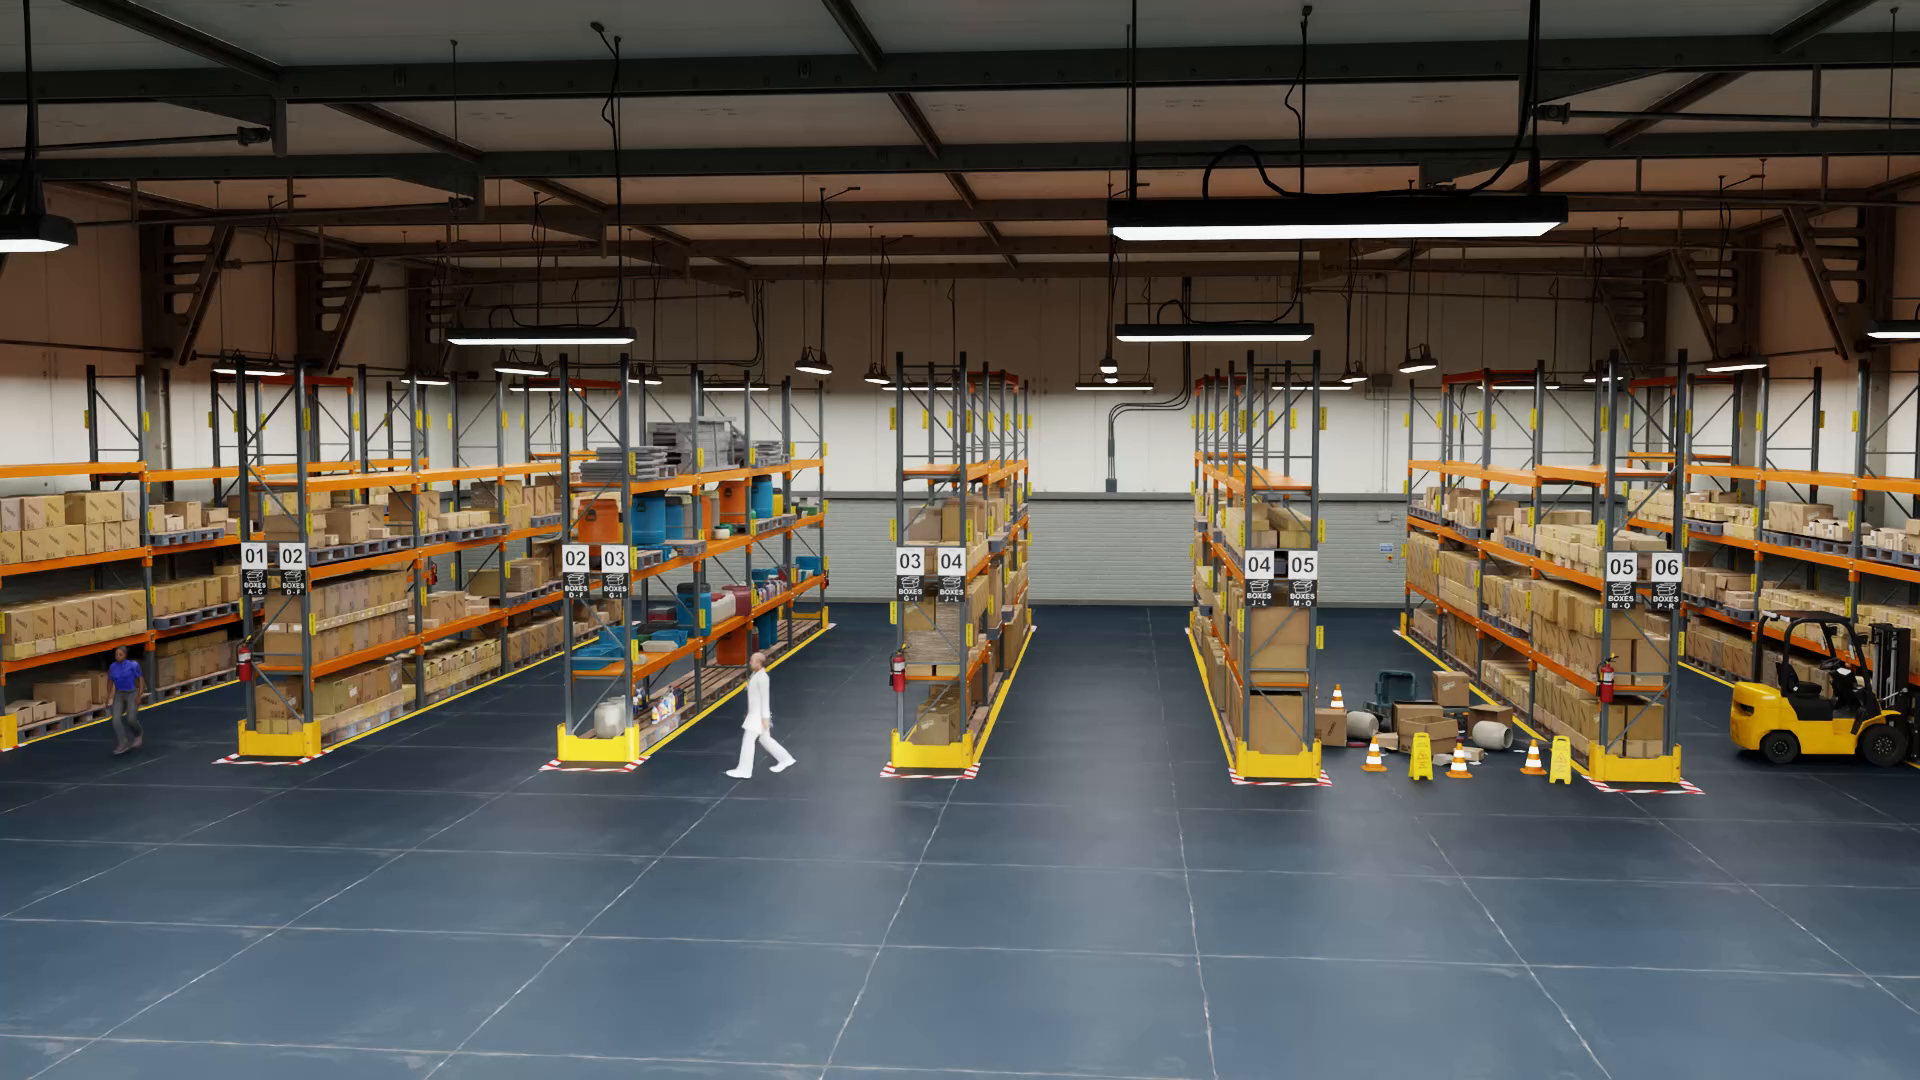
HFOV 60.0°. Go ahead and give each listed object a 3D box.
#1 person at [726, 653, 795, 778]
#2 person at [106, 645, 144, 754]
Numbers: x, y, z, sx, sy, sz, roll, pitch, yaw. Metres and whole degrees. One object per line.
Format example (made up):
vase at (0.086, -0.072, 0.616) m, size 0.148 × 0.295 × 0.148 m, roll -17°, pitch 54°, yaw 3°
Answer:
person at (-2.816, 2.460, 23.476) m, size 0.985 × 1.754 × 0.590 m, roll -1°, pitch 4°, yaw -11°
person at (-12.668, 2.401, 25.287) m, size 0.540 × 1.641 × 0.534 m, roll 0°, pitch 4°, yaw 0°
